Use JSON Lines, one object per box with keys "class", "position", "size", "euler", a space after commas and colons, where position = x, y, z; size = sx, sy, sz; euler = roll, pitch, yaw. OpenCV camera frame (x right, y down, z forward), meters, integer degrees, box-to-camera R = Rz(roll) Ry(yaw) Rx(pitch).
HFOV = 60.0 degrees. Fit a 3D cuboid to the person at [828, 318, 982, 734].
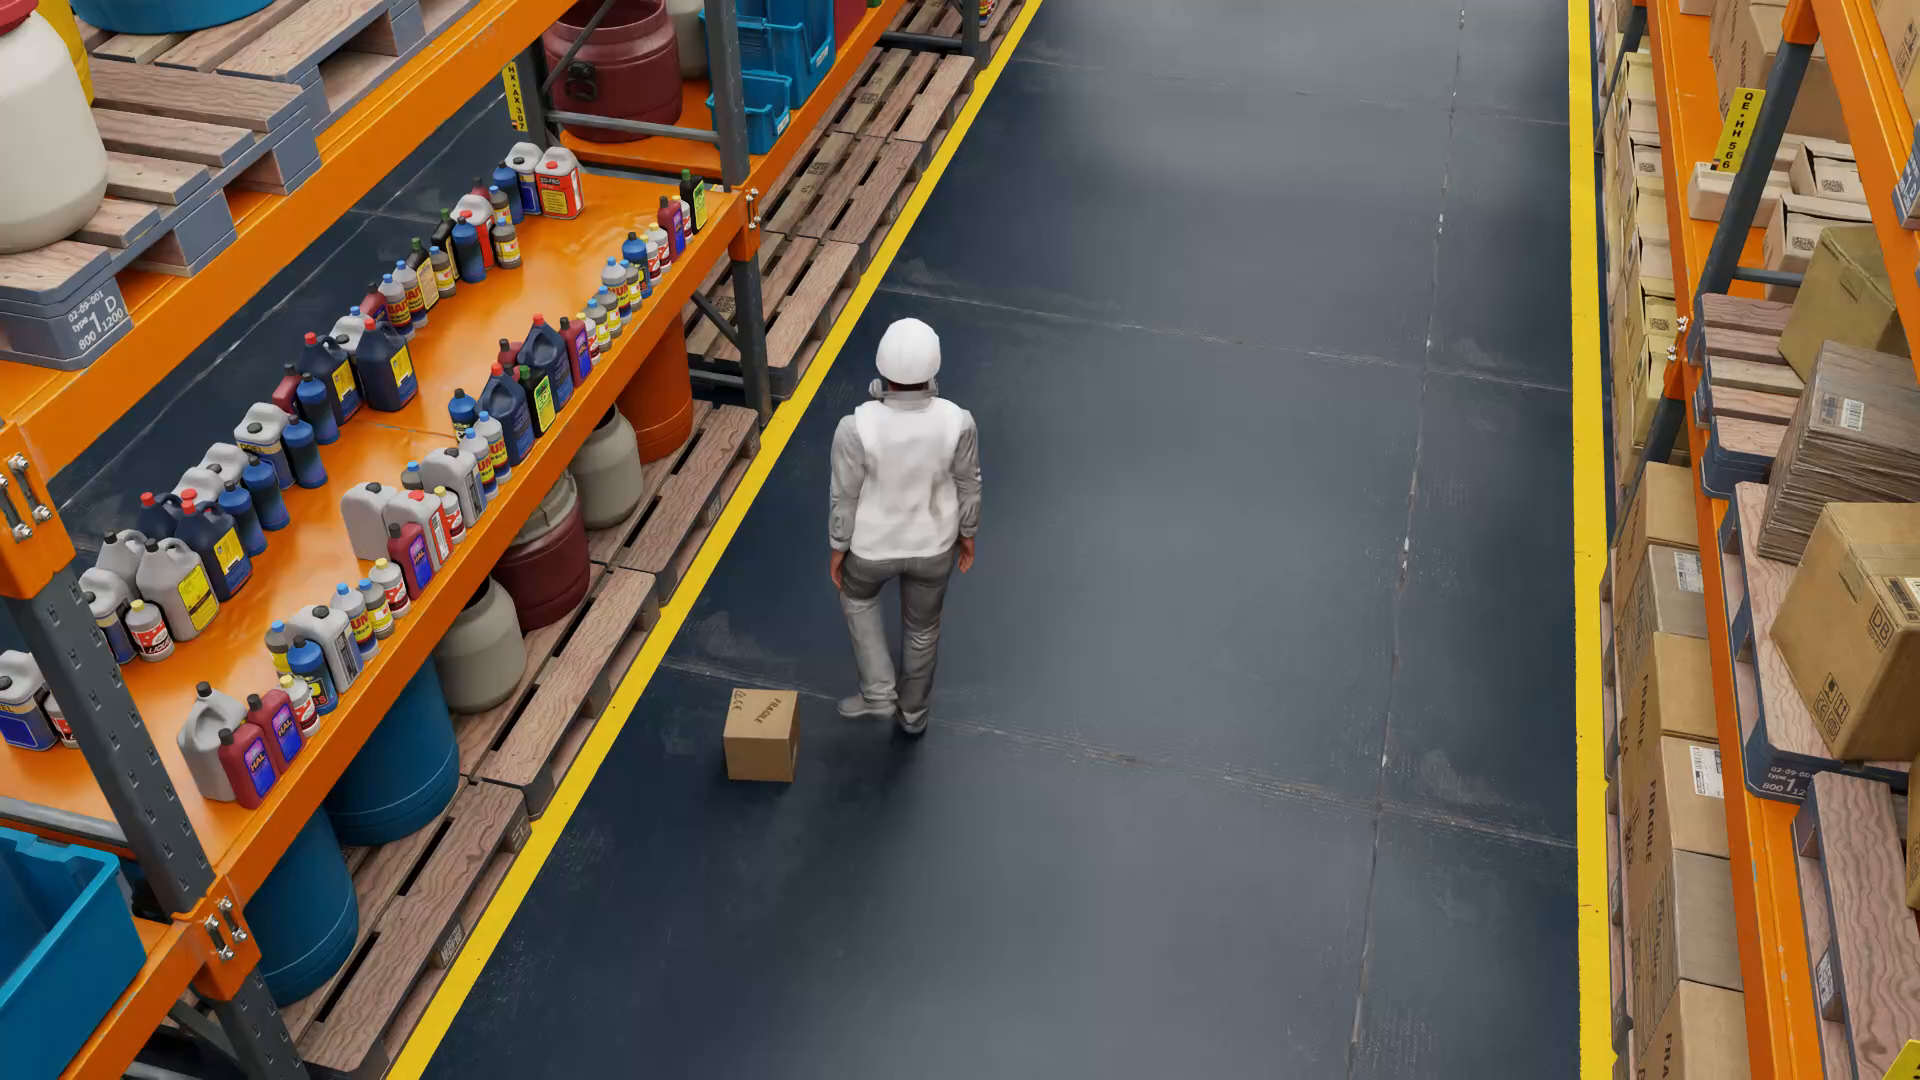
{"class": "person", "position": [-0.207, -0.009, 6.130], "size": [0.580, 1.765, 0.498], "euler": [-5, 41, -6]}
